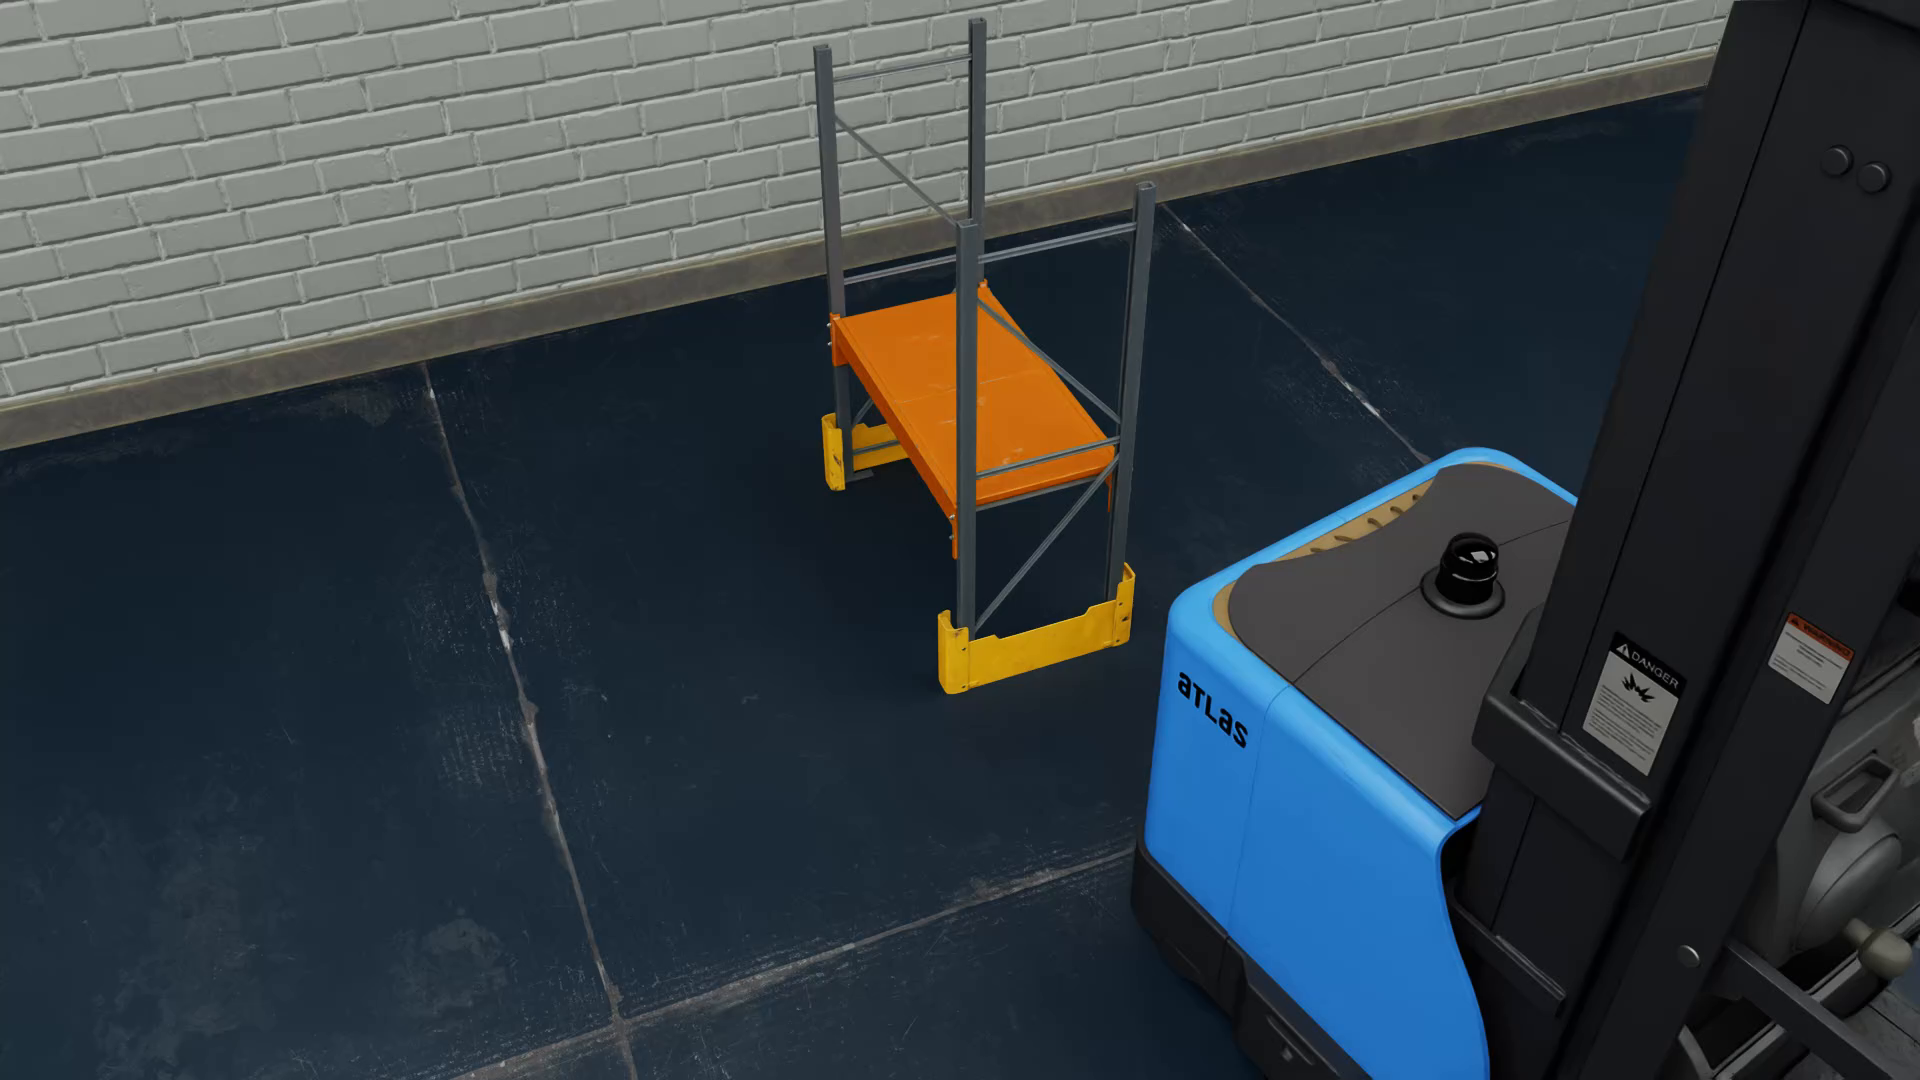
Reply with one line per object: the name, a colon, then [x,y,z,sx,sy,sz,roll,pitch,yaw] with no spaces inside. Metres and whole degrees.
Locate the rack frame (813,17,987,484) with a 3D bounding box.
rack frame: [-0.162,-0.823,5.057,0.500,1.500,0.032,-15,43,-17]

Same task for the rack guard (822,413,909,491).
rack guard: [-0.161,-0.349,5.464,0.587,0.250,0.087,-15,43,-17]

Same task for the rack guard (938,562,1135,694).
rack guard: [0.220,0.251,4.766,0.587,0.250,0.087,-15,43,-17]

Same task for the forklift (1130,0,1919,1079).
forklift: [1.679,0.428,2.504,1.130,2.935,3.031,-25,46,-26]

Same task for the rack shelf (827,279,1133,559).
rack shelf: [0.033,-0.381,4.818,0.538,0.185,1.000,-15,43,-17]

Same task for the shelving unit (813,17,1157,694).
shelving unit: [0.029,-0.523,4.708,0.587,1.500,1.083,-15,43,-17]

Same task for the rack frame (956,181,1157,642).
rack frame: [0.227,-0.211,4.345,0.500,1.500,0.032,-15,43,-17]
